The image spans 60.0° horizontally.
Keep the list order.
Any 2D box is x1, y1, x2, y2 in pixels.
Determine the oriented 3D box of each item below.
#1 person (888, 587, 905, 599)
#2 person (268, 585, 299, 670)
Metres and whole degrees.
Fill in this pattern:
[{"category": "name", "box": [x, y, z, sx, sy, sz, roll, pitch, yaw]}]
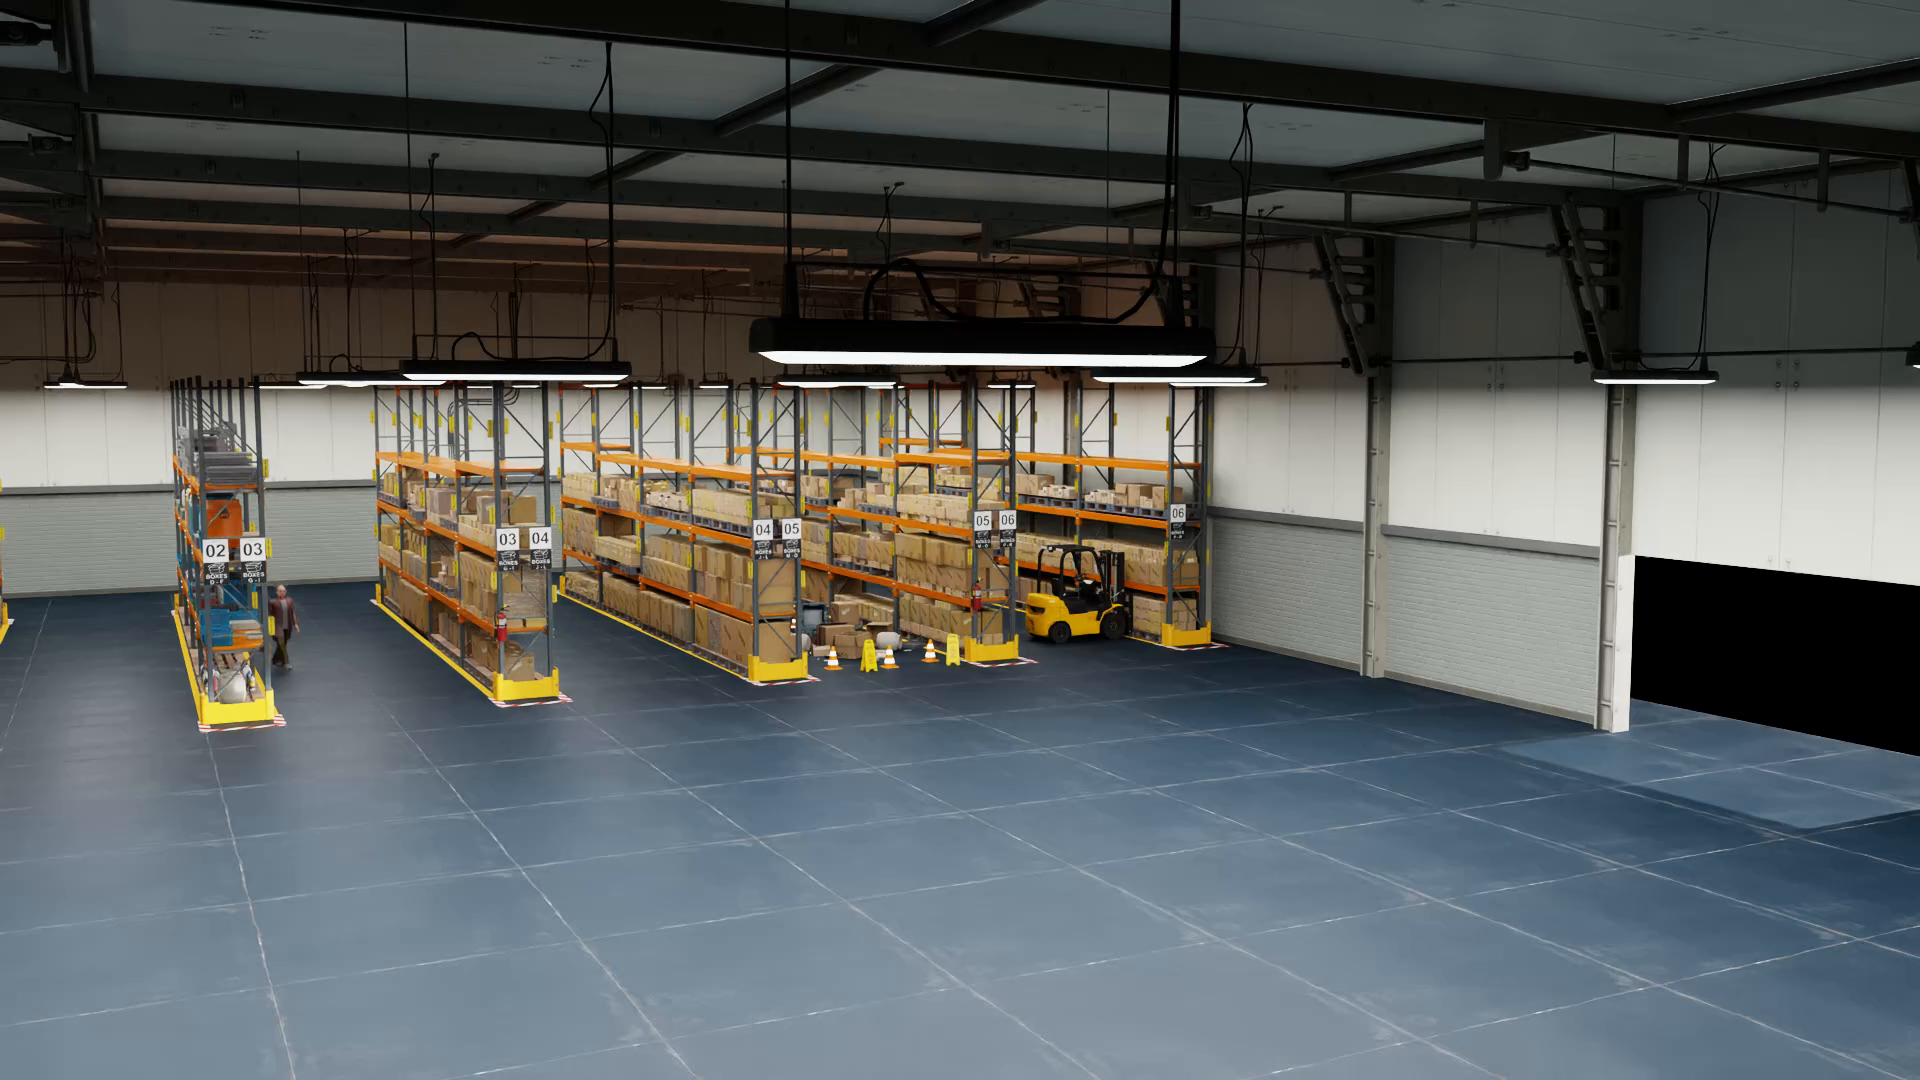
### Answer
[{"category": "person", "box": [-1.664, 0.880, 44.482, 0.613, 1.460, 0.714, -2, 6, -25]}, {"category": "person", "box": [-13.893, 1.796, 34.170, 1.105, 1.729, 0.600, 3, 6, 34]}]
